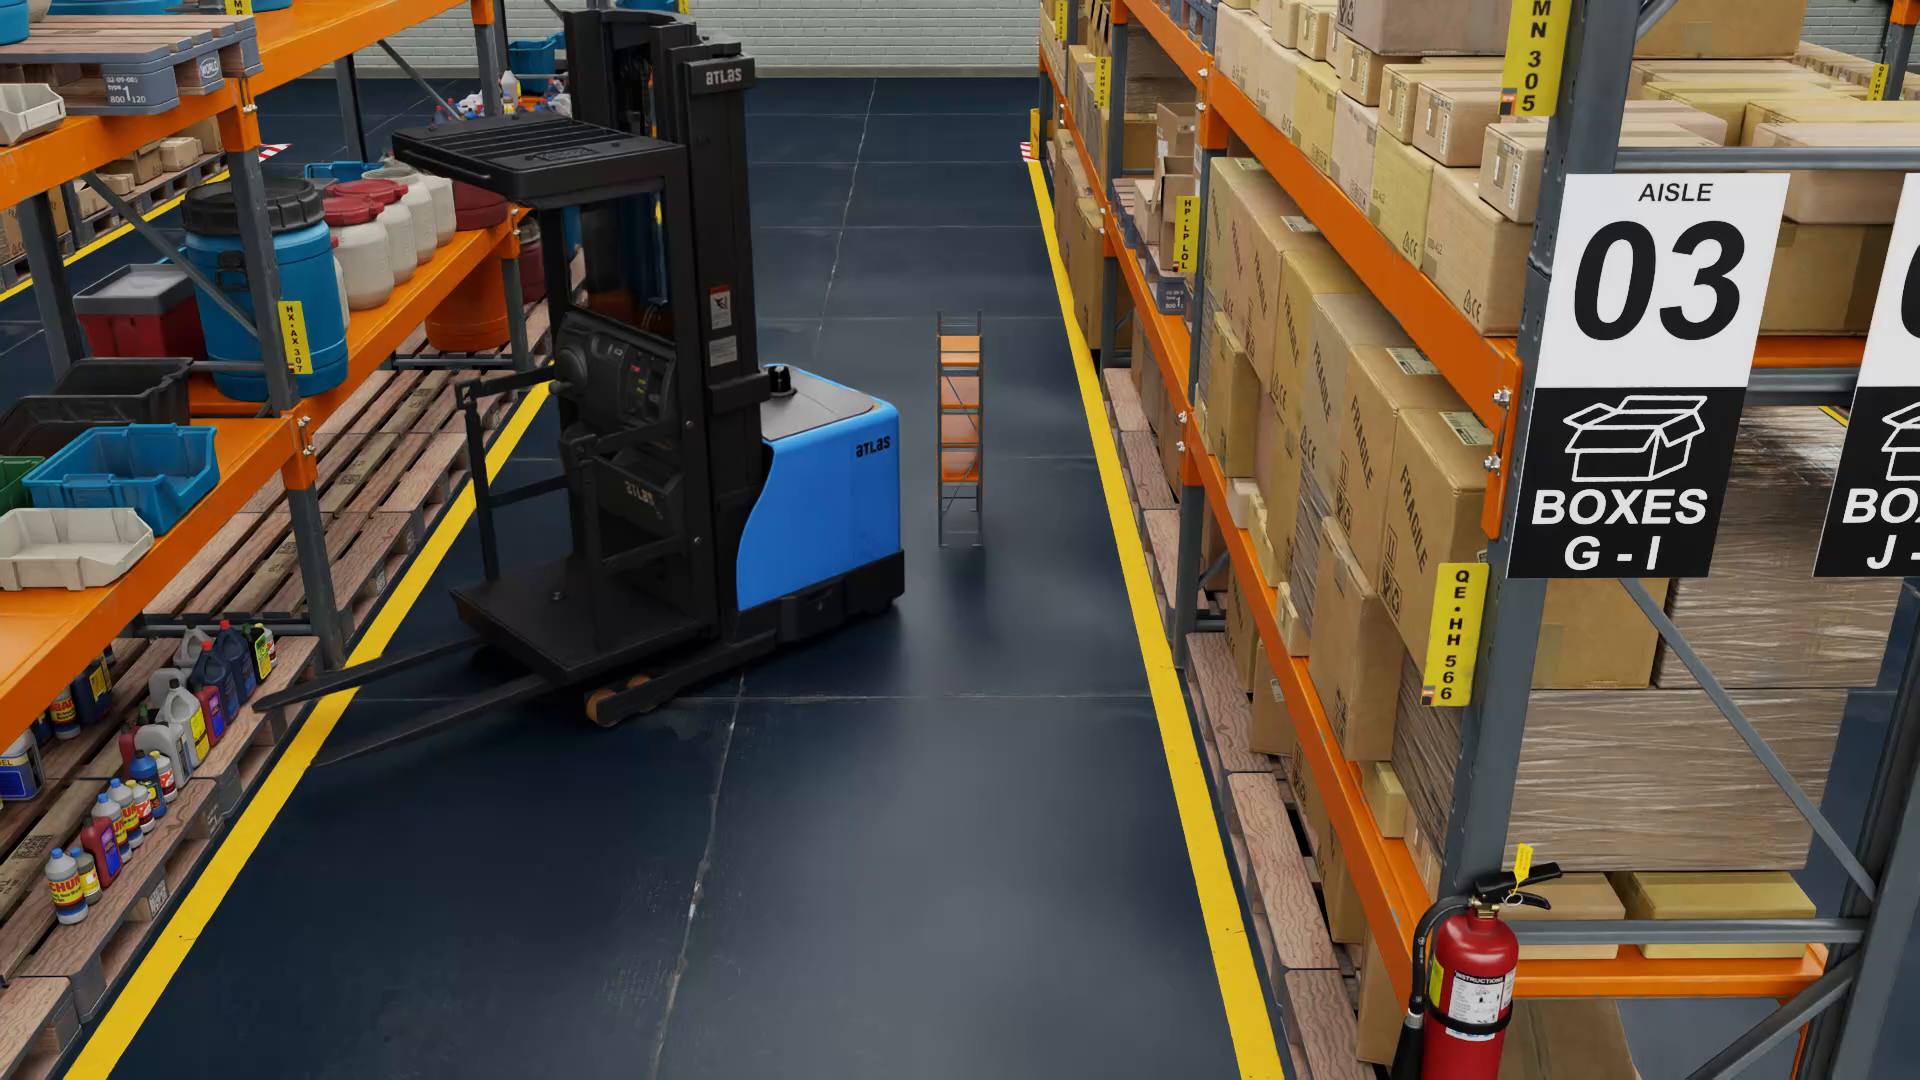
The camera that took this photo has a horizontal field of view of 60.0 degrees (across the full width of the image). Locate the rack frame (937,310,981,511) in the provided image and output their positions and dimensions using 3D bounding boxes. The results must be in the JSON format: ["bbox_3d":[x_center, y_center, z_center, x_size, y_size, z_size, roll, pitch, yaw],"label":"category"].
[{"bbox_3d":[-0.004,-0.715,9.376,0.240,1.200,0.015,0,24,-1],"label":"rack frame"}]

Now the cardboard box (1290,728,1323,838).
[{"bbox_3d":[1.582,0.829,6.301,0.500,0.500,0.500,-2,24,-5],"label":"cardboard box"}]

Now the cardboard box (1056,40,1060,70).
[{"bbox_3d":[1.156,-4.533,15.454,0.500,0.250,0.500,0,24,1],"label":"cardboard box"}]

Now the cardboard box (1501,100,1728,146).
[{"bbox_3d":[1.362,-0.828,3.499,0.380,0.149,0.250,-1,24,-2],"label":"cardboard box"}]

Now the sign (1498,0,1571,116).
[{"bbox_3d":[1.007,-0.903,2.892,0.100,0.325,0.005,0,24,-1],"label":"sign"}]

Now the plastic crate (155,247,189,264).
[{"bbox_3d":[-3.757,-1.199,8.280,0.392,0.384,0.575,0,24,-1],"label":"plastic crate"}]

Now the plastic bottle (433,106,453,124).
[{"bbox_3d":[-3.881,-3.080,12.481,0.144,0.351,0.185,0,24,-1],"label":"plastic bottle"}]

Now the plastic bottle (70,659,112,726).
[{"bbox_3d":[-3.696,0.587,6.992,0.144,0.351,0.185,0,24,-1],"label":"plastic bottle"}]

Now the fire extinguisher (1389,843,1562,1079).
[{"bbox_3d":[1.103,0.957,3.587,0.296,0.674,0.183,0,24,-1],"label":"fire extinguisher"}]

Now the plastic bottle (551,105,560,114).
[{"bbox_3d":[-3.132,-3.231,12.895,0.061,0.283,0.133,0,24,-1],"label":"plastic bottle"}]

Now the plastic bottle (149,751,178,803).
[{"bbox_3d":[-3.107,0.913,6.453,0.097,0.201,0.097,0,24,0],"label":"plastic bottle"}]

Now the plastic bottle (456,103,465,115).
[{"bbox_3d":[-3.911,-3.273,13.004,0.097,0.271,0.097,0,24,0],"label":"plastic bottle"}]

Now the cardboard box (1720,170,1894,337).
[{"bbox_3d":[1.815,-0.625,3.534,0.500,0.250,0.500,0,24,1],"label":"cardboard box"}]

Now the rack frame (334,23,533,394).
[{"bbox_3d":[-3.478,-2.401,10.919,1.000,3.000,0.127,0,24,-1],"label":"rack frame"}]

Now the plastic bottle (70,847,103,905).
[{"bbox_3d":[-3.100,1.179,5.866,0.097,0.201,0.097,0,24,0],"label":"plastic bottle"}]

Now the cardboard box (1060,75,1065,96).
[{"bbox_3d":[1.101,-4.082,14.939,0.380,0.149,0.250,0,24,0],"label":"cardboard box"}]

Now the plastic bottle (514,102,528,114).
[{"bbox_3d":[-3.323,-3.140,12.612,0.144,0.351,0.185,0,24,-1],"label":"plastic bottle"}]

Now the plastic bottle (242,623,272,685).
[{"bbox_3d":[-3.099,0.481,7.309,0.061,0.283,0.133,1,24,2],"label":"plastic bottle"}]

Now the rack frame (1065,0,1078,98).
[{"bbox_3d":[1.431,-4.072,14.613,1.000,3.000,0.127,0,24,-1],"label":"rack frame"}]

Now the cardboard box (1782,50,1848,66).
[{"bbox_3d":[6.605,-3.699,12.862,0.380,0.149,0.250,-1,24,-3],"label":"cardboard box"}]

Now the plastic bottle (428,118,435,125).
[{"bbox_3d":[-3.921,-2.984,12.349,0.061,0.283,0.133,0,24,-1],"label":"plastic bottle"}]

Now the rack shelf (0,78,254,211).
[{"bbox_3d":[-3.412,-0.968,4.983,1.077,0.370,4.000,0,24,-1],"label":"rack shelf"}]

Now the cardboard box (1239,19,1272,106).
[{"bbox_3d":[1.278,-1.669,5.843,0.500,0.250,0.500,0,24,-1],"label":"cardboard box"}]

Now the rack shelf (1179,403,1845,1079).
[{"bbox_3d":[1.540,0.377,5.650,1.077,0.370,4.000,0,24,-1],"label":"rack shelf"}]

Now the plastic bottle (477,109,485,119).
[{"bbox_3d":[-3.760,-3.298,13.143,0.097,0.201,0.097,0,24,0],"label":"plastic bottle"}]

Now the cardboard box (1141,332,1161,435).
[{"bbox_3d":[1.521,-0.981,10.278,0.700,0.500,0.500,-2,24,-5],"label":"cardboard box"}]

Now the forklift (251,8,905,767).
[{"bbox_3d":[-1.707,-0.745,7.340,3.031,2.935,1.130,-21,32,-38],"label":"forklift"}]

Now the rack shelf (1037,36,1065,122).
[{"bbox_3d":[1.410,-4.568,16.583,1.077,0.370,4.000,0,24,-1],"label":"rack shelf"}]

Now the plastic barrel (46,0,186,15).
[{"bbox_3d":[-3.657,-2.557,7.015,0.600,0.901,0.708,0,24,-1],"label":"plastic barrel"}]

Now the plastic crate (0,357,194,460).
[{"bbox_3d":[-3.555,-0.509,6.810,0.767,0.338,0.504,0,24,-1],"label":"plastic crate"}]

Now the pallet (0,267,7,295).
[{"bbox_3d":[-8.411,-1.919,13.238,1.003,0.211,1.213,0,24,-1],"label":"pallet"}]

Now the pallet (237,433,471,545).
[{"bbox_3d":[-3.498,-0.310,9.679,1.003,0.211,1.213,0,24,-1],"label":"pallet"}]

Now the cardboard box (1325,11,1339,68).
[{"bbox_3d":[1.303,-1.477,4.934,0.380,0.149,0.250,0,24,1],"label":"cardboard box"}]

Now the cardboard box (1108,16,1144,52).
[{"bbox_3d":[1.479,-3.496,12.001,0.797,0.503,0.637,0,24,1],"label":"cardboard box"}]

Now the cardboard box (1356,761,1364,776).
[{"bbox_3d":[1.309,0.562,4.672,0.380,0.149,0.250,0,24,-1],"label":"cardboard box"}]

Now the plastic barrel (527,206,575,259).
[{"bbox_3d":[-3.525,-2.769,13.769,0.600,0.901,0.708,0,24,-1],"label":"plastic barrel"}]

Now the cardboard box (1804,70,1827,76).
[{"bbox_3d":[5.962,-3.274,11.921,0.380,0.149,0.250,0,24,1],"label":"cardboard box"}]

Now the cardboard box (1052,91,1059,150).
[{"bbox_3d":[1.475,-4.680,18.026,0.875,0.875,0.875,0,24,-1],"label":"cardboard box"}]

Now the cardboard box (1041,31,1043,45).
[{"bbox_3d":[1.066,-5.352,17.749,0.380,0.149,0.250,-1,24,-1],"label":"cardboard box"}]

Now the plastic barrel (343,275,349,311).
[{"bbox_3d":[-3.295,-1.236,8.511,0.301,0.262,0.301,0,24,0],"label":"plastic barrel"}]

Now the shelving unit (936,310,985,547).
[{"bbox_3d":[-0.002,-0.615,9.154,0.258,1.200,0.503,0,24,-1],"label":"shelving unit"}]

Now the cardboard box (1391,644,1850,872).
[{"bbox_3d":[1.584,0.465,4.099,0.875,0.500,0.500,0,24,-1],"label":"cardboard box"}]

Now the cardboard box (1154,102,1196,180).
[{"bbox_3d":[1.521,-2.438,10.370,0.500,0.500,0.500,-3,25,-7],"label":"cardboard box"}]

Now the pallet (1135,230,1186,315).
[{"bbox_3d":[1.538,-1.521,9.205,1.003,0.211,1.213,0,24,-1],"label":"pallet"}]

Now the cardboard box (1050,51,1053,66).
[{"bbox_3d":[1.084,-4.716,16.342,0.380,0.149,0.250,0,24,0],"label":"cardboard box"}]

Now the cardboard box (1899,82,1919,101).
[{"bbox_3d":[6.619,-3.054,11.436,0.380,0.149,0.250,-1,24,-2],"label":"cardboard box"}]

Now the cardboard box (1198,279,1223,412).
[{"bbox_3d":[1.462,-0.771,6.832,0.875,0.500,0.500,0,24,-1],"label":"cardboard box"}]

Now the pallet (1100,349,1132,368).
[{"bbox_3d":[1.542,-1.478,12.262,1.003,0.211,1.213,0,24,-1],"label":"pallet"}]

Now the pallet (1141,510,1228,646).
[{"bbox_3d":[1.509,0.174,8.608,1.003,0.211,1.213,0,24,-1],"label":"pallet"}]

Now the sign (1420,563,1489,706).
[{"bbox_3d":[1.007,0.196,3.389,0.100,0.325,0.005,0,24,-1],"label":"sign"}]

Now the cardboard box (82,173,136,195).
[{"bbox_3d":[-8.282,-3.469,16.184,0.380,0.166,0.250,0,24,-1],"label":"cardboard box"}]

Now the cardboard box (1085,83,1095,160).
[{"bbox_3d":[1.213,-3.091,12.323,0.500,0.500,0.500,-1,24,-2],"label":"cardboard box"}]

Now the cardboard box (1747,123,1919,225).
[{"bbox_3d":[1.790,-0.722,3.264,0.380,0.149,0.250,0,24,-1],"label":"cardboard box"}]

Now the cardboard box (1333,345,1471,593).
[{"bbox_3d":[1.298,-0.195,4.346,0.500,0.500,0.500,0,24,-1],"label":"cardboard box"}]
